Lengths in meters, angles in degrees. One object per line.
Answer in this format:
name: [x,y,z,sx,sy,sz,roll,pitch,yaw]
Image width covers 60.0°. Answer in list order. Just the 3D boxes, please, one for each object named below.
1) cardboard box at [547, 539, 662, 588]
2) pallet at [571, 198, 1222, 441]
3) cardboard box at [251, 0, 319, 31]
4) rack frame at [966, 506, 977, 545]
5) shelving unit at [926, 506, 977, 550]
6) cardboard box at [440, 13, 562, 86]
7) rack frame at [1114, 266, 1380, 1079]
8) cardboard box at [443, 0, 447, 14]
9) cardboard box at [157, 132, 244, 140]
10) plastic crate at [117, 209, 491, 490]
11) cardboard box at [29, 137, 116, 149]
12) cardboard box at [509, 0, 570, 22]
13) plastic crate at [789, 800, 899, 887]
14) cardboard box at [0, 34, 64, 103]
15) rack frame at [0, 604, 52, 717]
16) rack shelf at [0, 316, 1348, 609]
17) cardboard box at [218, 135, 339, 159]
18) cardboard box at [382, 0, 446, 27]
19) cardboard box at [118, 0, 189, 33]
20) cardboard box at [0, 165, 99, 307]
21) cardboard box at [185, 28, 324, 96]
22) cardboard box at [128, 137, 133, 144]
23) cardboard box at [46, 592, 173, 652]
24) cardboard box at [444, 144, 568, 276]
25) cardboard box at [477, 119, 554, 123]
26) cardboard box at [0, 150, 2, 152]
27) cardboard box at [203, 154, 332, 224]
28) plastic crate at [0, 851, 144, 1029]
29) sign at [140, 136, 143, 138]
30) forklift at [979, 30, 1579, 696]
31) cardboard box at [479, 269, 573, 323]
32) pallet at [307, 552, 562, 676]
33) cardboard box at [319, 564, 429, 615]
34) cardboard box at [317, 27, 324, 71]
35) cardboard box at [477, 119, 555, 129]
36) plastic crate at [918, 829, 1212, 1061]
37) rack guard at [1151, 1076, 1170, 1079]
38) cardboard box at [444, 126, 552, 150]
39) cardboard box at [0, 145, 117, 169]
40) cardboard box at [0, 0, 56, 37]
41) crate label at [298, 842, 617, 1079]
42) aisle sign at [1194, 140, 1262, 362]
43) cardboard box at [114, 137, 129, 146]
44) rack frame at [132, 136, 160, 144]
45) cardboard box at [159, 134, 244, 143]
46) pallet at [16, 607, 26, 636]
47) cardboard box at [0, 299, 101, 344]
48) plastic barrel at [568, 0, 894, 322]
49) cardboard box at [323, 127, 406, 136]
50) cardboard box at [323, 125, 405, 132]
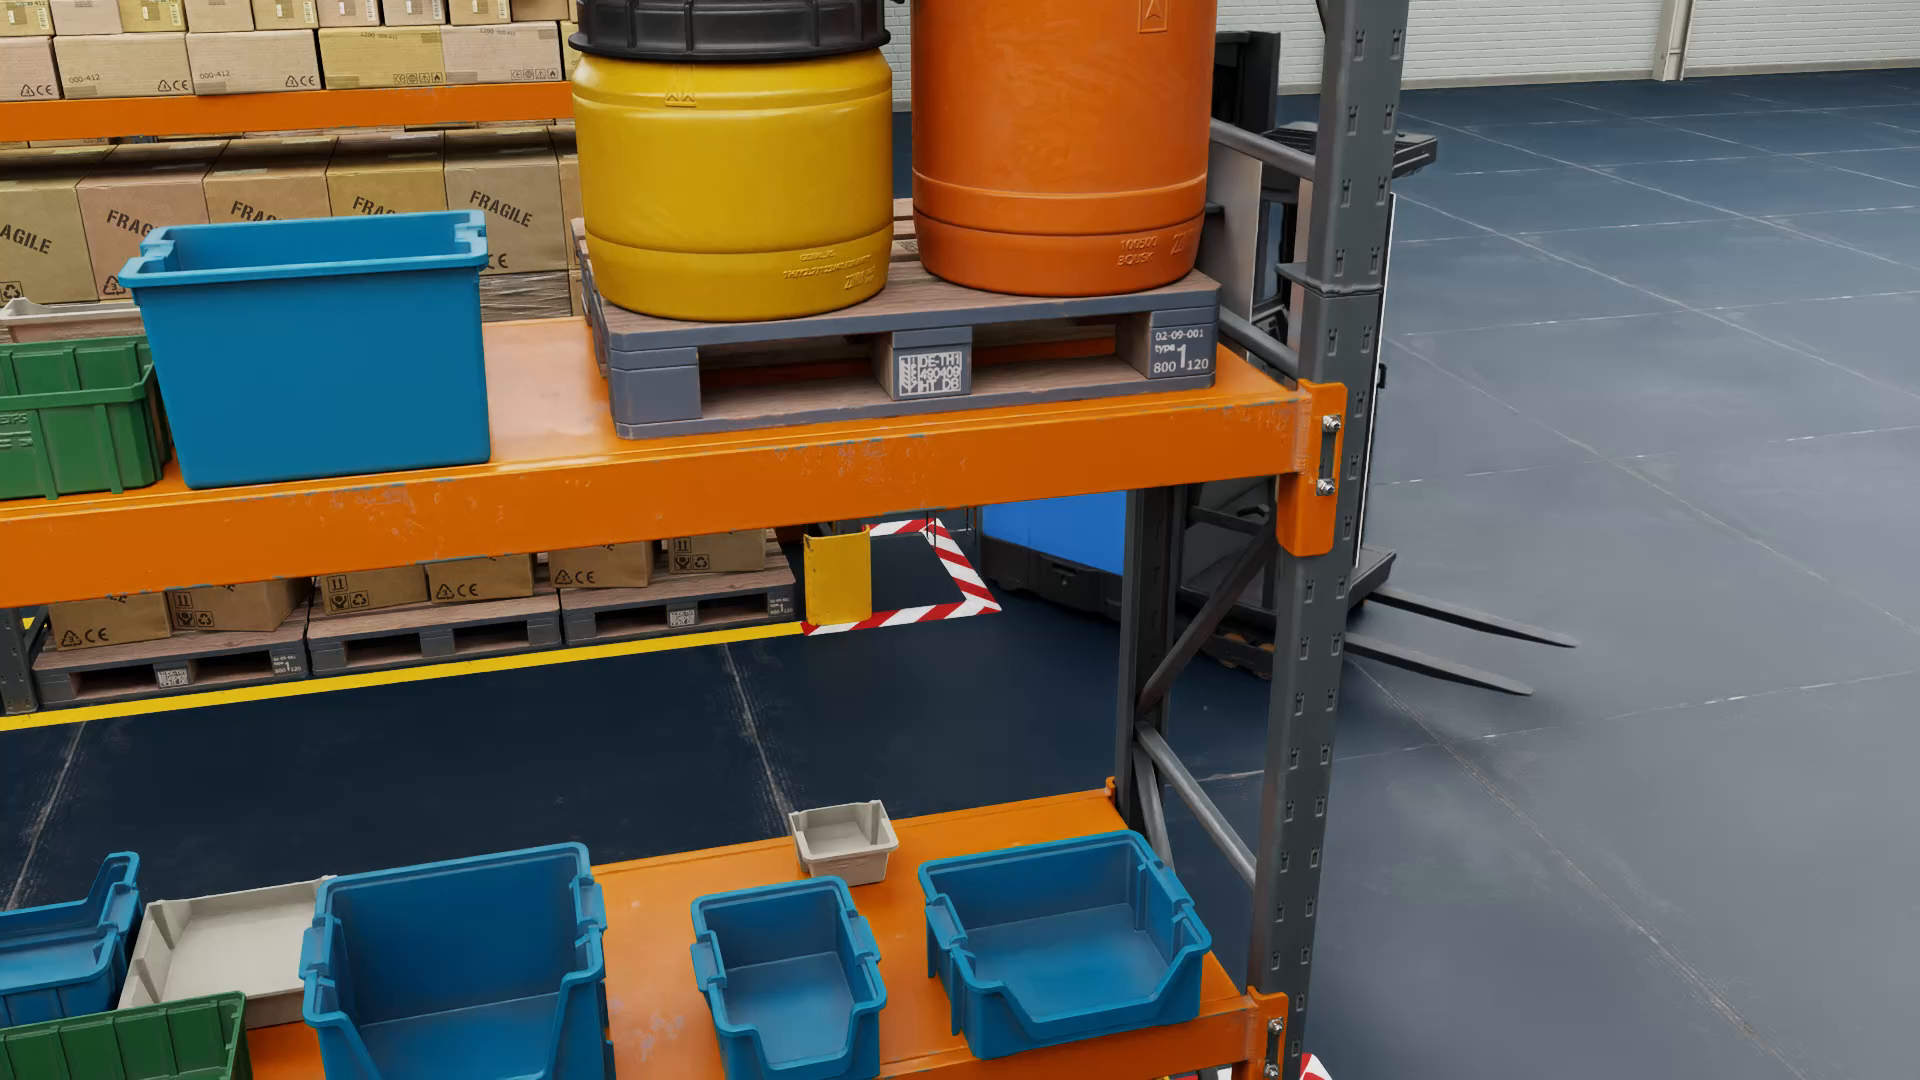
cardboard box: [-1.875,-0.077,8.762,0.500,0.500,0.500,0,23,0]
pallet: [-0.188,-0.530,3.616,1.213,0.211,1.003,-6,24,-14]
cardboard box: [-2.913,-2.307,7.203,0.250,0.149,0.380,-7,24,-15]
rack frame: [0.066,-0.490,9.560,0.008,1.050,0.200,-6,24,-14]
shelving unit: [-0.051,-0.477,9.530,0.252,1.050,0.215,-6,24,-14]
cardboard box: [-2.074,-2.225,7.518,0.500,0.250,0.500,-6,24,-13]
rack frame: [0.635,0.711,4.289,0.127,3.000,1.000,-6,24,-14]
cardboard box: [-2.520,-2.551,7.771,0.250,0.149,0.380,-7,24,-15]
cardboard box: [-5.432,-3.229,11.910,0.550,0.550,0.875,-6,24,-14]
plastic crate: [-1.120,-0.343,2.961,0.575,0.384,0.392,-6,24,-14]
cardboard box: [-6.273,-3.087,11.747,0.500,0.500,0.700,-7,24,-15]
cardboard box: [-1.909,-2.445,7.525,0.250,0.149,0.380,-6,24,-14]
plastic crate: [-0.313,0.805,4.403,0.250,0.136,0.298,-6,24,-14]
cardboard box: [-4.052,-2.003,7.001,0.500,0.250,0.500,-7,24,-16]
rack frame: [-4.554,-0.743,7.678,0.127,3.000,1.000,-6,24,-14]
rack shelf: [-1.291,-0.124,3.343,4.000,0.370,1.077,-6,24,-14]
cardboard box: [-3.232,-1.644,8.006,0.500,0.500,0.500,-6,24,-14]
cardboard box: [-2.417,-2.367,7.342,0.250,0.149,0.380,-8,24,-17]
cardboard box: [-3.428,-2.271,7.120,0.250,0.149,0.380,-6,24,-13]
cardboard box: [-4.052,-1.337,7.289,0.500,0.500,0.500,-6,24,-14]
cardboard box: [-3.062,-2.111,7.251,0.500,0.250,0.500,-7,24,-16]
cardboard box: [-10.547,-5.271,20.709,0.625,0.625,0.875,-7,24,-17]
cardboard box: [-4.158,0.185,8.152,0.500,0.500,0.500,-7,24,-16]
cardboard box: [-2.128,-1.551,7.789,0.500,0.500,0.500,-6,24,-14]
cardboard box: [-3.394,-3.502,12.548,0.550,0.550,0.875,-6,24,-14]
cardboard box: [-6.713,-2.472,11.581,0.500,0.500,0.500,-7,24,-15]
cardboard box: [-3.090,-1.444,7.538,0.500,0.500,0.500,-6,24,-14]
plastic crate: [-2.224,0.985,3.840,0.616,0.251,0.499,-6,24,-14]
sign: [-5.641,-2.928,11.401,0.005,0.325,0.100,-6,24,-14]
forklift: [1.586,-0.904,8.140,3.031,2.935,1.130,17,28,34]
cardboard box: [-2.182,-1.168,8.164,0.500,0.500,0.875,-6,24,-14]
pallet: [-2.740,0.322,8.732,1.213,0.211,1.003,-6,24,-14]
cardboard box: [-3.032,0.025,8.525,0.500,0.500,0.500,-9,25,-19]
cardboard box: [-3.191,-2.308,7.712,0.500,0.250,0.500,-6,24,-15]
cardboard box: [-3.387,-2.997,12.739,0.550,0.550,0.875,-6,24,-14]
plastic crate: [0.234,0.946,3.929,0.616,0.251,0.499,-6,24,-14]
rack guard: [0.575,1.886,4.721,0.348,0.500,1.175,-6,24,-14]
cardboard box: [-2.270,-1.752,8.257,0.500,0.500,0.500,-6,24,-14]
cardboard box: [-4.195,-1.538,7.758,0.500,0.500,0.500,-6,24,-14]
cardboard box: [-3.920,-2.208,6.972,0.250,0.149,0.380,-8,24,-17]
crate label: [-1.064,0.994,3.585,0.616,0.435,0.502,-6,24,-14]
aisle sign: [0.625,-0.602,4.053,0.004,0.787,0.394,-6,24,-14]
cardboard box: [-6.376,-2.729,12.180,0.500,0.500,0.500,-6,24,-14]
rack frame: [-5.797,-2.637,12.092,0.127,3.000,1.000,-6,24,-14]
cardboard box: [-5.445,-2.750,12.164,0.550,0.550,0.875,-6,24,-14]
pallet: [-5.303,0.622,8.033,1.213,0.211,1.003,-6,24,-14]
cardboard box: [-4.104,-0.950,7.657,0.500,0.500,0.875,-6,24,-14]
plastic barrel: [-0.428,-0.777,3.182,0.600,0.588,0.600,0,23,0]
cardboard box: [-4.369,-2.830,12.351,0.550,0.550,0.875,-6,24,-14]
cardboard box: [-4.377,-3.337,12.162,0.550,0.550,0.875,-6,24,-14]
